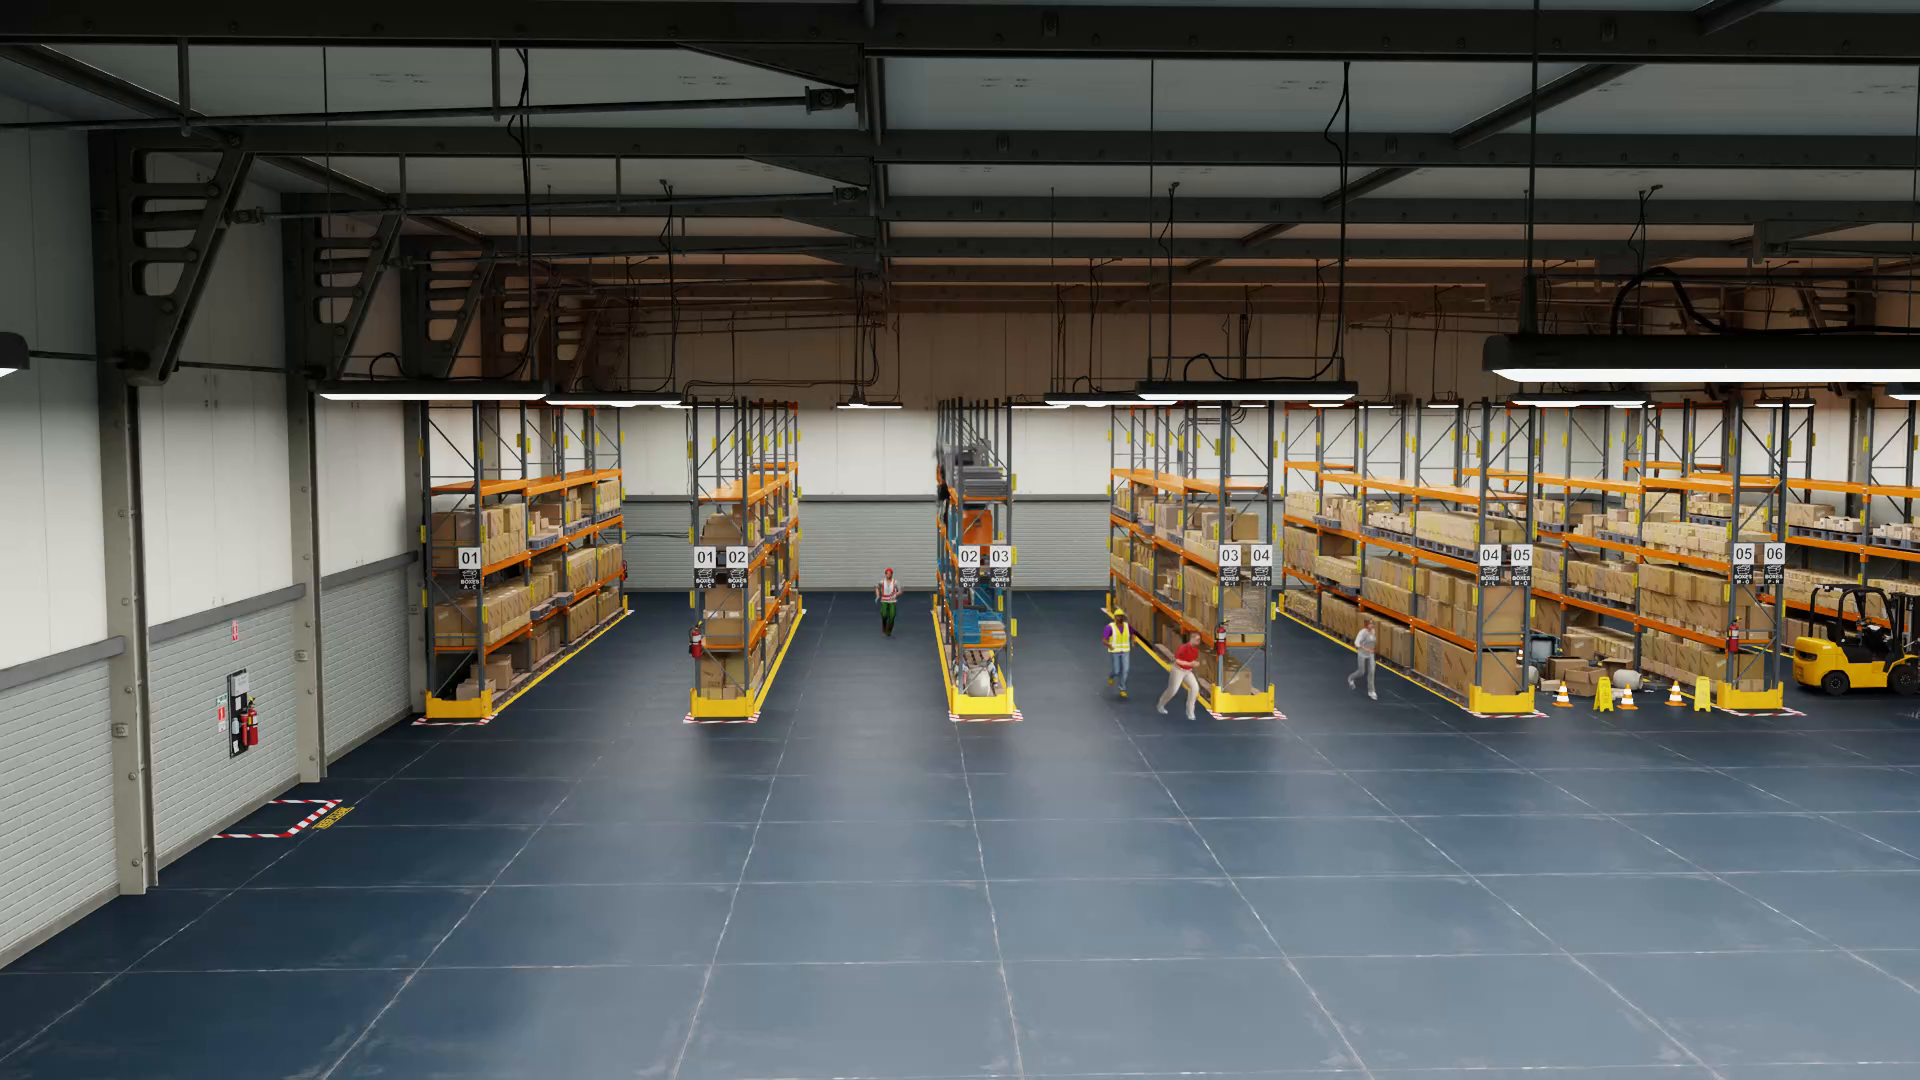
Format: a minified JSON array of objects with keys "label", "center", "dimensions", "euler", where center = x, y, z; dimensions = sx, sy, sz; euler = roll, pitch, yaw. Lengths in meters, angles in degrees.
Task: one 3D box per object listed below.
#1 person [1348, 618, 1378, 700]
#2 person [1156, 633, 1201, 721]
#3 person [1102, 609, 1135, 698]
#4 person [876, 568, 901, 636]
[{"label":"person","center":[8.135,2.349,33.433],"dimensions":[0.564,1.591,0.917],"euler":[-2,5,-26]},{"label":"person","center":[4.119,2.541,31.089],"dimensions":[0.702,1.694,1.025],"euler":[-4,6,-43]},{"label":"person","center":[3.235,2.268,33.678],"dimensions":[0.712,1.745,0.870],"euler":[-1,4,-10]},{"label":"person","center":[-1.811,1.585,42.169],"dimensions":[0.656,1.738,0.586],"euler":[0,4,-3]}]
